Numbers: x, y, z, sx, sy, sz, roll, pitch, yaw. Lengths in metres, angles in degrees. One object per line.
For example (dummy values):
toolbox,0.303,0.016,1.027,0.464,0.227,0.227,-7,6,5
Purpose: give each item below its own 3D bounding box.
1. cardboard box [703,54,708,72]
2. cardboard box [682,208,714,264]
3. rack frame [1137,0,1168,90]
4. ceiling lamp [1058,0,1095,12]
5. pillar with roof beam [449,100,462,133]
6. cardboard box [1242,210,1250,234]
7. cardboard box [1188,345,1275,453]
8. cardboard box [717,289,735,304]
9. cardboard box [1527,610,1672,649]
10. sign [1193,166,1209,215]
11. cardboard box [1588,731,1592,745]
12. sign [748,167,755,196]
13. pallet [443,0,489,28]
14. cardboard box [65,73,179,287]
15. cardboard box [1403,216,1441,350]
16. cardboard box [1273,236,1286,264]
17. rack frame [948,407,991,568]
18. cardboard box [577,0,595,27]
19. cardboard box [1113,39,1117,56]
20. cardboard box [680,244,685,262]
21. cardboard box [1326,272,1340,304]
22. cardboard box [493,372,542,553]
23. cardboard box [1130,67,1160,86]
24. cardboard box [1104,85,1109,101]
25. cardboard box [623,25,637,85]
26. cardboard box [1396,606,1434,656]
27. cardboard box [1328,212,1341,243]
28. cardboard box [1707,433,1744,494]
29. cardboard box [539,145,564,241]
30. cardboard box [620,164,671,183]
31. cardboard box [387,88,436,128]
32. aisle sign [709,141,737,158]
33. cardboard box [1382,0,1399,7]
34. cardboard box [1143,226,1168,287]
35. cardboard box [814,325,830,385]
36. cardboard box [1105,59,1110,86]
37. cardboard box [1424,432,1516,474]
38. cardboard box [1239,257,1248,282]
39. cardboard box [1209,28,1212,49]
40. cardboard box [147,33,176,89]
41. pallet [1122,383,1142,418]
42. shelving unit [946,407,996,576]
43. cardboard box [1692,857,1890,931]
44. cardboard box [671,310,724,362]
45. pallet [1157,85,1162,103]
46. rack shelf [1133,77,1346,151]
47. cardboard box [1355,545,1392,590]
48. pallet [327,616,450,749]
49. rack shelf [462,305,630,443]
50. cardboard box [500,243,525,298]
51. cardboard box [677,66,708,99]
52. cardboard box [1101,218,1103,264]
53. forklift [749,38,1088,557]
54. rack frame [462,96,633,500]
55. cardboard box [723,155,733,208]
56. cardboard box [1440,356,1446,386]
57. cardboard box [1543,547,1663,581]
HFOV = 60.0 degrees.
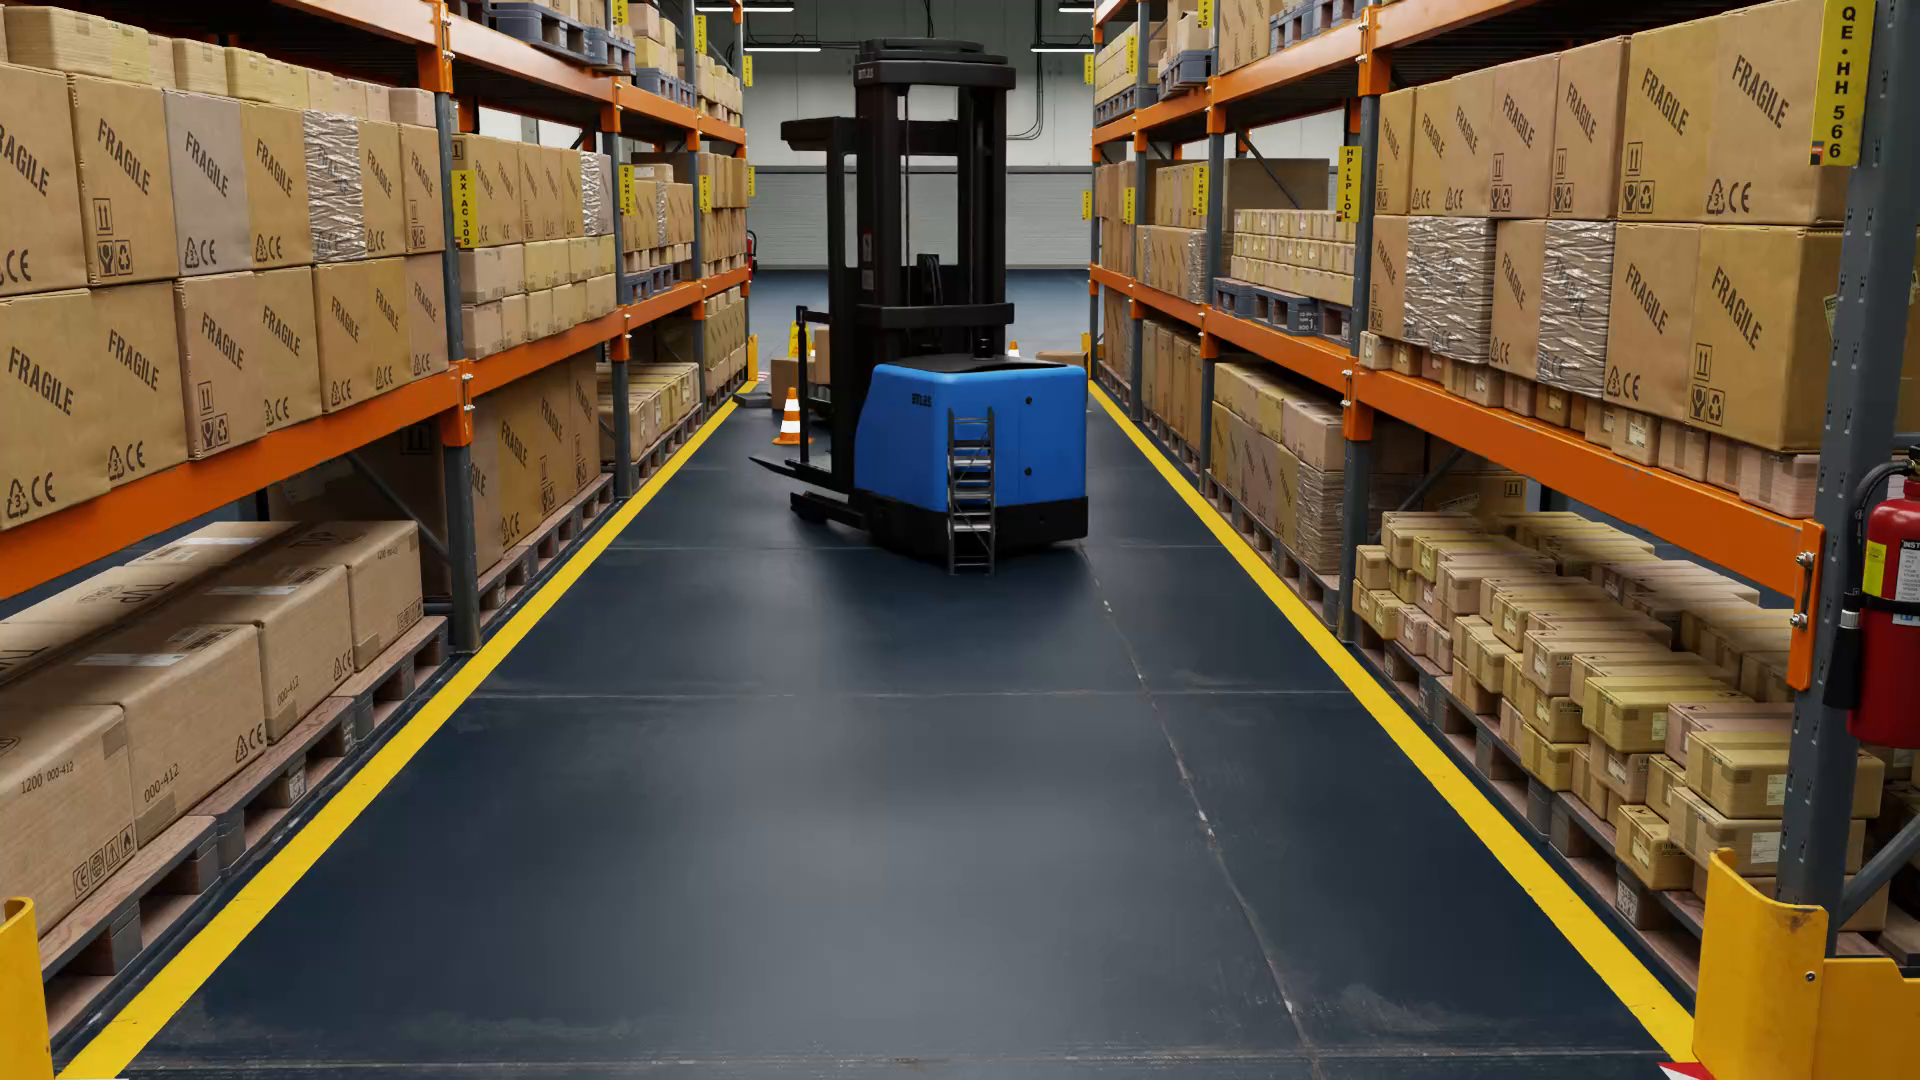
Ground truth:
cardboard box,-2.561,-4.454,15.549,0.380,0.149,0.250,-1,11,-3
cardboard box,-2.580,-2.831,15.471,0.500,0.500,0.500,0,11,-1
rack frame,2.098,-5.528,14.676,1.000,3.000,0.127,0,11,-1
ceiling lamp,3.004,-12.415,33.939,2.000,3.185,0.800,0,11,-1
pillar with roof beam,-4.725,-8.523,29.437,9.100,9.000,0.400,0,11,-1
cardboard box,2.004,-2.021,10.557,0.380,0.149,0.250,-1,11,-3
cardboard box,2.258,-1.018,12.134,1.050,0.750,0.750,0,11,-2
cardboard box,-2.574,-2.553,17.443,0.380,0.149,0.250,0,11,1
cardboard box,2.103,0.334,5.487,0.380,0.149,0.250,-1,11,-3
sign,1.625,-2.358,11.224,0.100,0.325,0.005,0,11,-1
cardboard box,2.134,0.582,5.013,0.380,0.149,0.250,0,11,-2
sign,-2.377,-4.064,18.838,0.100,0.325,0.005,0,11,-1
pallet,-2.752,-2.516,7.853,0.805,0.209,1.217,-1,11,-3
cardboard box,-2.344,-0.901,4.188,0.500,0.500,0.500,-1,11,-3
cardboard box,2.039,-0.995,6.419,0.500,0.500,0.500,0,11,-1
cardboard box,2.017,-1.669,9.567,0.380,0.149,0.250,0,11,-2
rack frame,0.053,-0.288,9.212,0.240,0.900,0.006,-1,12,-4
cardboard box,-2.556,-3.282,9.838,0.700,0.500,0.500,-1,11,-4
cardboard box,1.739,-4.954,16.708,0.380,0.149,0.250,0,11,0
cardboard box,-2.534,-2.426,14.047,0.380,0.149,0.250,0,11,-2
cardboard box,2.048,-1.260,8.301,0.380,0.149,0.250,0,11,-1
cardboard box,-2.803,-0.425,8.895,0.875,0.875,0.875,0,11,0
cardboard box,1.770,-4.261,15.298,0.380,0.149,0.250,0,11,-1
cardboard box,1.723,-4.715,17.535,0.380,0.149,0.250,0,11,-1
cardboard box,-2.827,-3.576,12.339,0.797,0.503,0.637,0,11,-1
cardboard box,2.012,0.369,6.809,0.380,0.149,0.250,0,11,-1
cardboard box,2.050,-1.556,8.264,0.380,0.149,0.250,-1,11,-3
cardboard box,2.089,-0.193,4.098,0.380,0.149,0.250,0,11,-1
cardboard box,-2.469,-1.889,9.058,0.500,0.500,0.500,0,11,-2
cardboard box,-2.558,-2.984,13.537,0.380,0.149,0.250,-1,11,-4
cardboard box,-2.359,-1.755,6.766,0.380,0.149,0.250,0,11,-2
aisle sign,-2.643,-4.631,18.801,0.394,0.787,0.004,0,11,-1
cardboard box,2.008,-2.301,6.692,0.500,0.250,0.500,0,11,2
cardboard box,1.851,-2.431,14.247,0.500,0.500,0.500,0,11,-1
cardboard box,-1.070,-1.707,15.312,0.500,0.500,0.500,0,11,-1
cardboard box,1.791,-4.882,17.357,0.500,0.250,0.500,0,11,-2
cardboard box,2.512,-0.494,8.296,0.500,0.250,0.500,-1,11,-4
cardboard box,1.993,-1.733,10.631,0.380,0.149,0.250,0,11,2
cardboard box,1.948,-3.522,11.609,0.380,0.166,0.250,0,11,-1
cardboard box,-2.381,-1.299,4.521,0.380,0.149,0.250,0,11,-1
pallet,2.160,-1.373,16.296,1.003,0.211,1.213,0,11,-1
shelving unit,0.060,-0.267,9.112,0.258,0.900,0.210,-1,12,-4
cardboard box,2.126,0.885,4.268,0.380,0.149,0.250,0,11,0
cardboard box,-2.614,-1.998,16.338,0.500,0.500,0.500,0,11,1
pallet,2.166,-3.782,14.096,0.805,0.209,1.217,-1,11,-3
rack shelf,2.139,-3.308,13.086,1.077,0.370,4.000,0,11,-1
cardboard box,1.950,0.121,7.284,0.380,0.149,0.250,0,11,1
pallet,-2.747,0.561,6.765,1.003,0.211,1.213,0,11,-1
rack shelf,-2.725,-1.003,9.266,1.077,0.370,4.000,0,11,-1
cardboard box,-2.450,-1.321,8.147,0.500,0.250,0.500,0,11,0
cardboard box,-2.585,-4.179,15.197,0.500,0.250,0.500,0,11,-2
cardboard box,2.068,-3.383,18.814,0.875,0.550,0.550,0,11,-1
forklift,-0.440,-1.589,10.521,1.130,2.935,3.031,-7,13,-30
rack frame,-2.767,-1.753,11.154,1.000,3.000,0.127,0,11,-1
cardboard box,-2.614,-3.523,16.363,0.700,0.500,0.500,0,11,-2
cardboard box,2.079,-0.659,6.397,0.380,0.149,0.250,-1,11,-4
cardboard box,2.515,0.123,6.524,0.380,0.149,0.250,0,11,1
